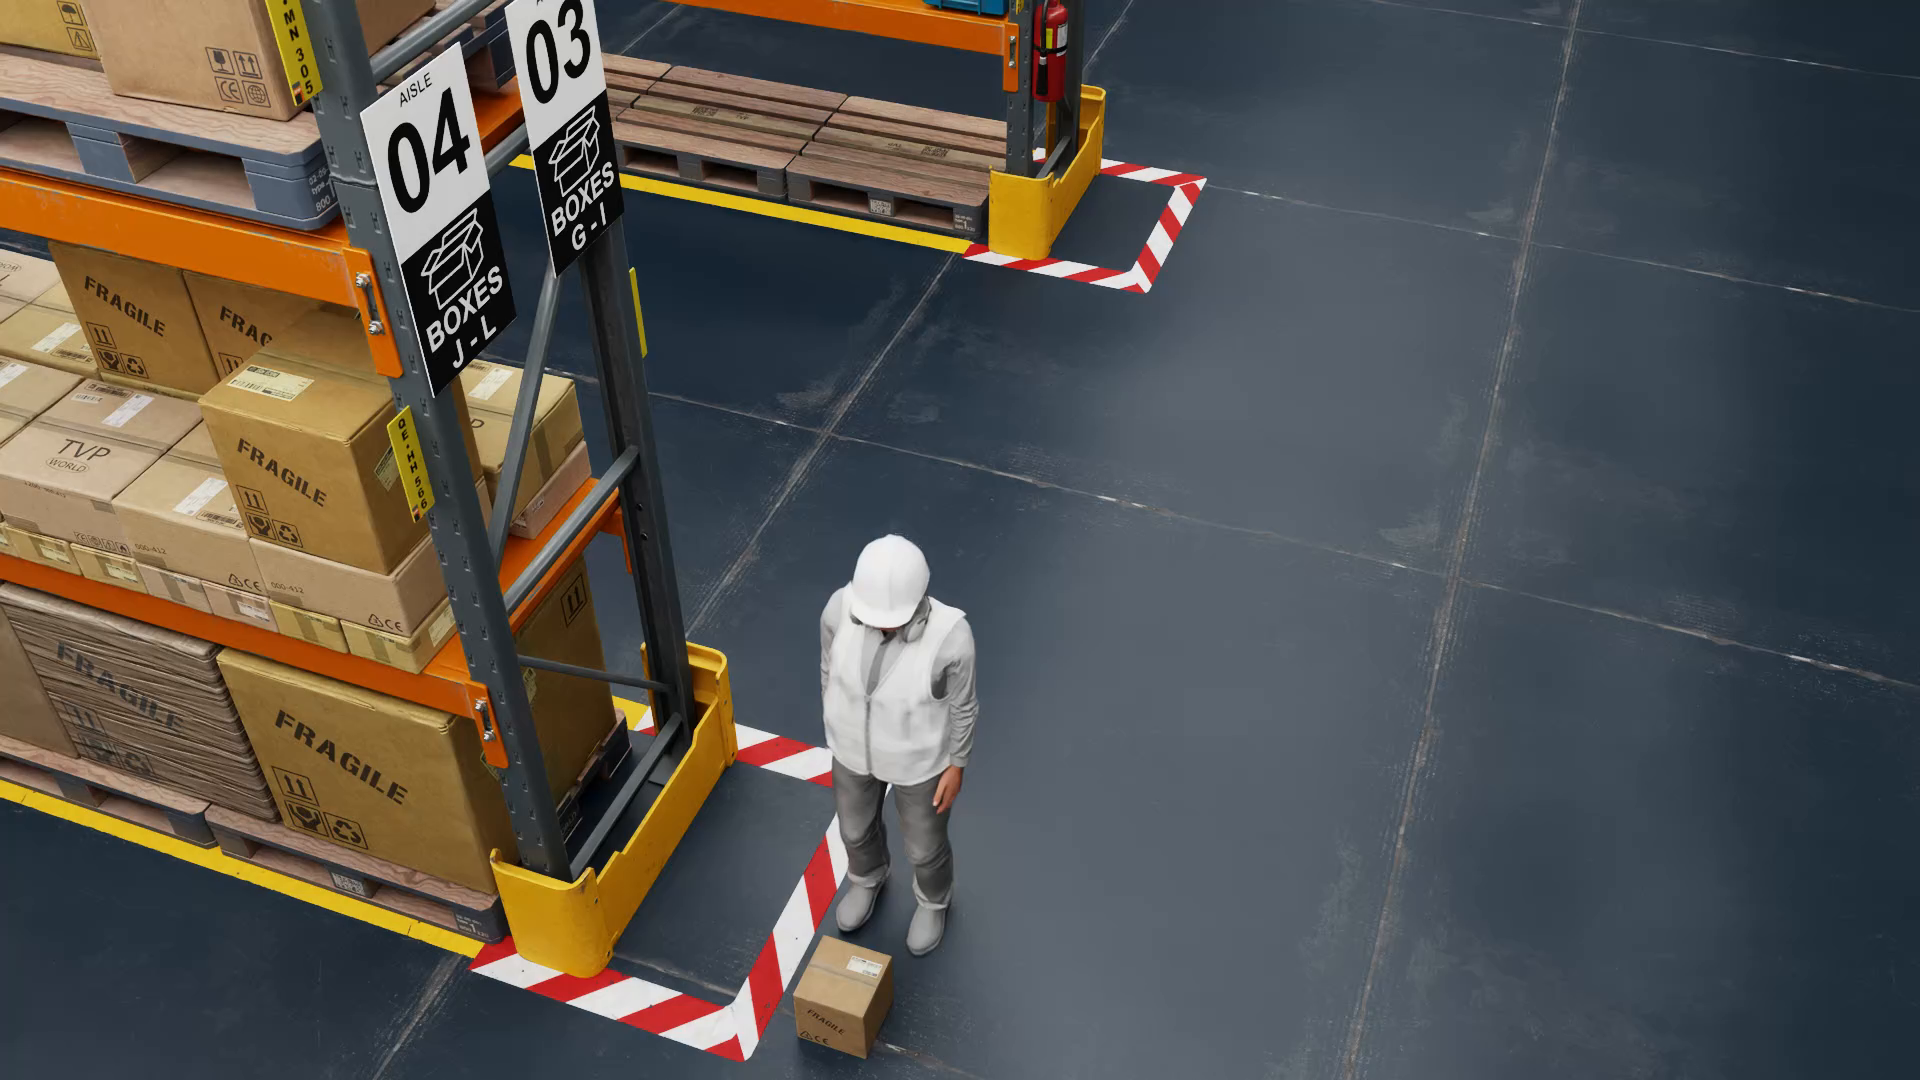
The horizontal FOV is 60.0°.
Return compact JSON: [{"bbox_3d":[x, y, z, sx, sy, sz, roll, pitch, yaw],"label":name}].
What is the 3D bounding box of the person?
[{"bbox_3d":[-0.199,0.668,5.390,0.534,1.768,0.356,14,43,16],"label":"person"}]
